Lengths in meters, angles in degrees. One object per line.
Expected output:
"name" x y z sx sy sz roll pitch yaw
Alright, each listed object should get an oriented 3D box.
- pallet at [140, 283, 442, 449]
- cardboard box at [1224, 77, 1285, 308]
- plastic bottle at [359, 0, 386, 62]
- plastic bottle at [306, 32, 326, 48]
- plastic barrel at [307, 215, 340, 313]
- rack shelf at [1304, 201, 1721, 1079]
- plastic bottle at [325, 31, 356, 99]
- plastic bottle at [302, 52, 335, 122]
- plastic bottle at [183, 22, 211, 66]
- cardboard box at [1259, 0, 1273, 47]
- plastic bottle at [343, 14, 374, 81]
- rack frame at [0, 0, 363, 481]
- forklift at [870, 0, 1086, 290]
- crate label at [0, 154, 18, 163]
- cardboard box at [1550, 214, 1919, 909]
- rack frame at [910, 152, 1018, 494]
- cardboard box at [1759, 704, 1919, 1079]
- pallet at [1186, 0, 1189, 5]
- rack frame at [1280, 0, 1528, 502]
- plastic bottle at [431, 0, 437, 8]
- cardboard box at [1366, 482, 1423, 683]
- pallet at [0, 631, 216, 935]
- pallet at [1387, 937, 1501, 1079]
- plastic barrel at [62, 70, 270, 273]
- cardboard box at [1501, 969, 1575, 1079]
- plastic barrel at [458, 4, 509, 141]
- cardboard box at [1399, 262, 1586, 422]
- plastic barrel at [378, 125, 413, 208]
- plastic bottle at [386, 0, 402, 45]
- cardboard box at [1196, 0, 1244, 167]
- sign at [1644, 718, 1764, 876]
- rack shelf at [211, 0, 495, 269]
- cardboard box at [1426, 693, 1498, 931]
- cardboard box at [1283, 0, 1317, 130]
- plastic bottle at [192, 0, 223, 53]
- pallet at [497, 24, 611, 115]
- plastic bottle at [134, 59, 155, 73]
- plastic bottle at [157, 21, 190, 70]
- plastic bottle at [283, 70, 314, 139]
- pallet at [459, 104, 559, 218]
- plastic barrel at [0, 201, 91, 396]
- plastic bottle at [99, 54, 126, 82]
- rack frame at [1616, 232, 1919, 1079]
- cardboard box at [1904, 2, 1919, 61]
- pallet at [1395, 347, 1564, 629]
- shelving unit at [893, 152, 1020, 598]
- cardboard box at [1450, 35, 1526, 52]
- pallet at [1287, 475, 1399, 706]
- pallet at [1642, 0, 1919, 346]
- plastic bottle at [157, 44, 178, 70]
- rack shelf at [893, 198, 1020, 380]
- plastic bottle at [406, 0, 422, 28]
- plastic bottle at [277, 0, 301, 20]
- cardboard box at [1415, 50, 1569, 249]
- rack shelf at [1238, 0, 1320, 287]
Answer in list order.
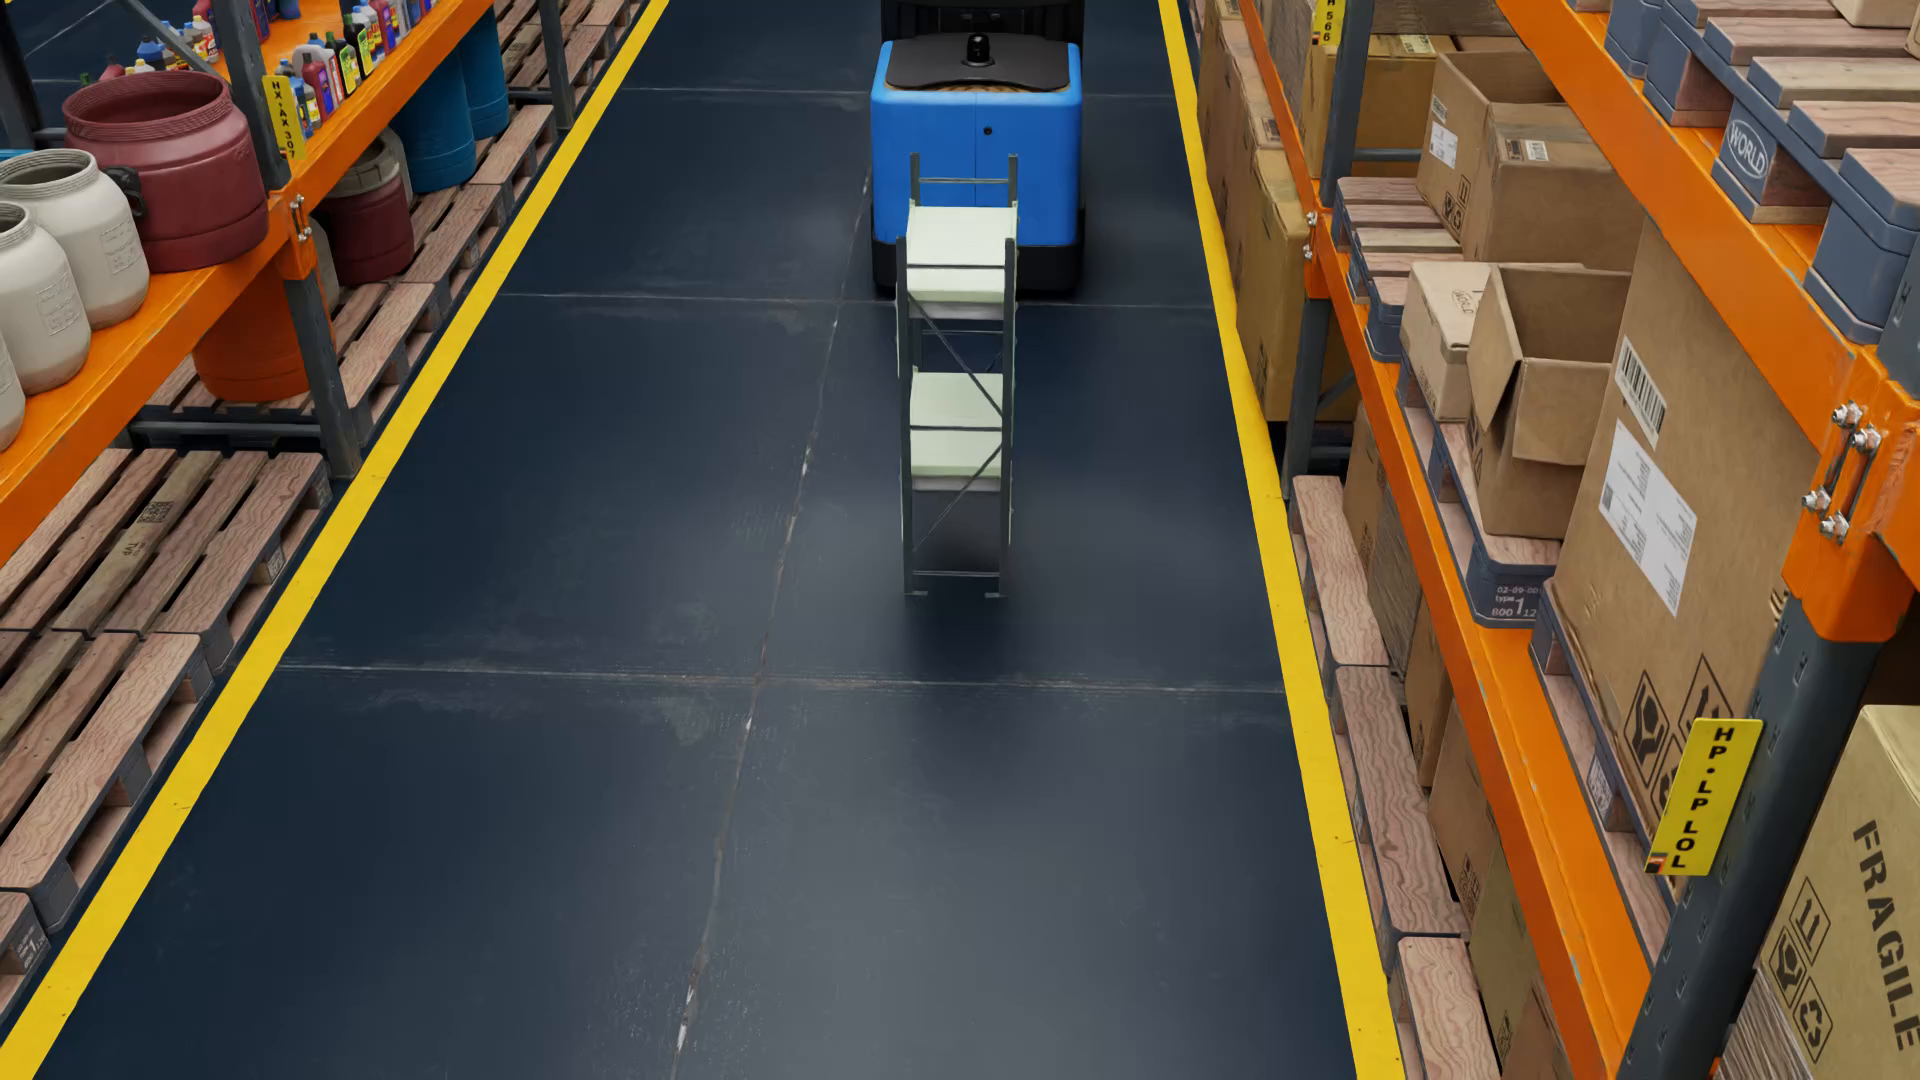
"pallet" -3.100 -0.841 7.763 1.003 0.211 1.213 1 35 2
"cardboard box" 1.951 -1.624 7.934 1.225 0.875 0.875 1 35 2
"plastic bottle" -2.680 -2.313 7.545 0.097 0.271 0.097 0 35 0
"plastic bottle" -2.760 -2.049 7.169 0.097 0.271 0.097 0 35 0
"plastic barrel" -3.154 -1.290 7.775 0.421 0.512 0.421 0 35 0
"rack shelf" 1.779 0.030 4.724 1.077 0.370 4.000 1 35 2
"plastic bottle" -2.680 -2.063 7.178 0.061 0.283 0.133 1 35 2
"plastic bottle" -2.691 -1.909 6.959 0.061 0.283 0.133 1 35 2
"plastic bottle" -3.444 -2.223 7.477 0.097 0.201 0.097 0 35 0
"cardboard box" 1.696 -2.620 7.783 0.500 0.500 0.500 2 35 3
"plastic bottle" -2.671 -2.195 7.367 0.061 0.283 0.133 1 35 2
"rack frame" -3.090 -1.528 6.315 1.000 3.000 0.127 1 35 2
"forklift" 0.130 -3.285 8.876 1.130 2.935 3.031 1 35 2
"crate label" -3.400 -0.978 5.502 0.502 0.435 0.616 1 35 2
"cardboard box" 1.870 0.014 3.234 1.000 1.000 1.000 2 35 2
"rack frame" 0.014 -0.820 6.613 0.400 1.500 0.023 1 35 2
"cardboard box" 1.426 0.566 2.121 0.500 0.500 0.500 1 35 2
"pallet" 2.226 -4.407 12.838 1.003 0.211 1.213 1 35 2
"rack frame" 1.859 -1.413 6.152 1.000 3.000 0.127 1 35 2
"plastic bottle" -2.649 -2.733 8.203 0.097 0.201 0.097 0 35 0
"cardboard box" 1.843 0.134 5.742 0.700 0.500 0.500 -1 35 -2
"pallet" -3.212 0.756 5.490 1.003 0.211 1.213 1 35 2
"pallet" 1.728 1.578 4.321 1.003 0.211 1.213 1 35 2
"plastic barrel" -2.806 -1.310 5.887 0.600 0.536 0.708 1 35 2
"cardboard box" 1.744 1.375 3.976 0.700 0.500 0.500 -1 35 -2
"plastic barrel" -2.968 -2.827 9.623 0.600 0.901 0.708 1 35 2
"cardboard box" 1.562 -0.566 4.712 0.500 0.250 0.500 0 35 1
"plastic barrel" -3.109 -1.938 8.698 0.421 0.512 0.421 0 35 0
"plastic bottle" -2.671 -2.446 7.733 0.097 0.271 0.097 0 35 0
"cardboard box" 2.014 -2.646 9.389 1.225 0.875 0.875 1 35 2
"sign" 1.144 0.400 2.565 0.100 0.325 0.005 1 35 2
"rack shelf" -3.010 -2.382 8.157 1.077 0.370 4.000 1 35 2
"cardboard box" 1.805 0.780 4.822 0.700 0.500 0.500 -2 35 -2
"cardboard box" 1.657 -2.030 6.942 0.500 0.500 0.500 1 35 1
"plastic bottle" -3.454 -2.379 7.628 0.061 0.283 0.133 1 35 2
"pallet" -2.939 -3.108 10.989 1.003 0.211 1.213 1 35 2
"plastic bottle" -3.464 -1.943 7.079 0.097 0.201 0.097 0 35 0
"plastic bottle" -3.452 -2.139 7.297 0.097 0.271 0.097 0 35 0
"plastic bottle" -2.718 -1.782 6.789 0.097 0.271 0.097 0 35 0
"pallet" -3.002 -2.243 9.757 1.003 0.211 1.213 1 35 2
"plastic barrel" -2.935 -0.735 5.091 0.421 0.512 0.421 0 35 0
"plastic bottle" -3.491 -1.855 6.882 0.061 0.283 0.133 1 35 2
"rack frame" 1.698 0.885 2.882 1.000 3.000 0.127 1 35 2
"cardboard box" 1.816 -0.824 2.250 0.797 0.503 0.637 0 35 0
"pallet" 1.820 -0.197 4.588 1.003 0.211 1.213 1 35 2
"shelving unit" 0.000 -0.610 6.313 0.431 1.500 0.755 1 35 2
"cardboard box" 2.150 -1.727 6.512 0.500 0.500 0.500 2 35 3
"pallet" 1.826 0.177 6.315 1.003 0.211 1.213 1 35 2
"pallet" 1.830 -0.618 2.575 1.213 0.211 1.003 1 35 2
"plastic bottle" -3.456 -2.055 7.238 0.097 0.201 0.097 0 35 0
"rack shelf" 0.000 -0.929 6.089 0.431 0.370 0.720 1 35 2
"plastic bottle" -2.684 -2.637 7.936 0.144 0.351 0.185 1 35 2
"plastic bottle" -3.271 -2.670 8.052 0.097 0.271 0.097 0 35 0
"cardboard box" 1.877 -1.315 5.560 0.500 0.500 0.500 -3 35 -4
"rack shelf" 1.939 -2.268 7.994 1.077 0.370 4.000 1 35 2
